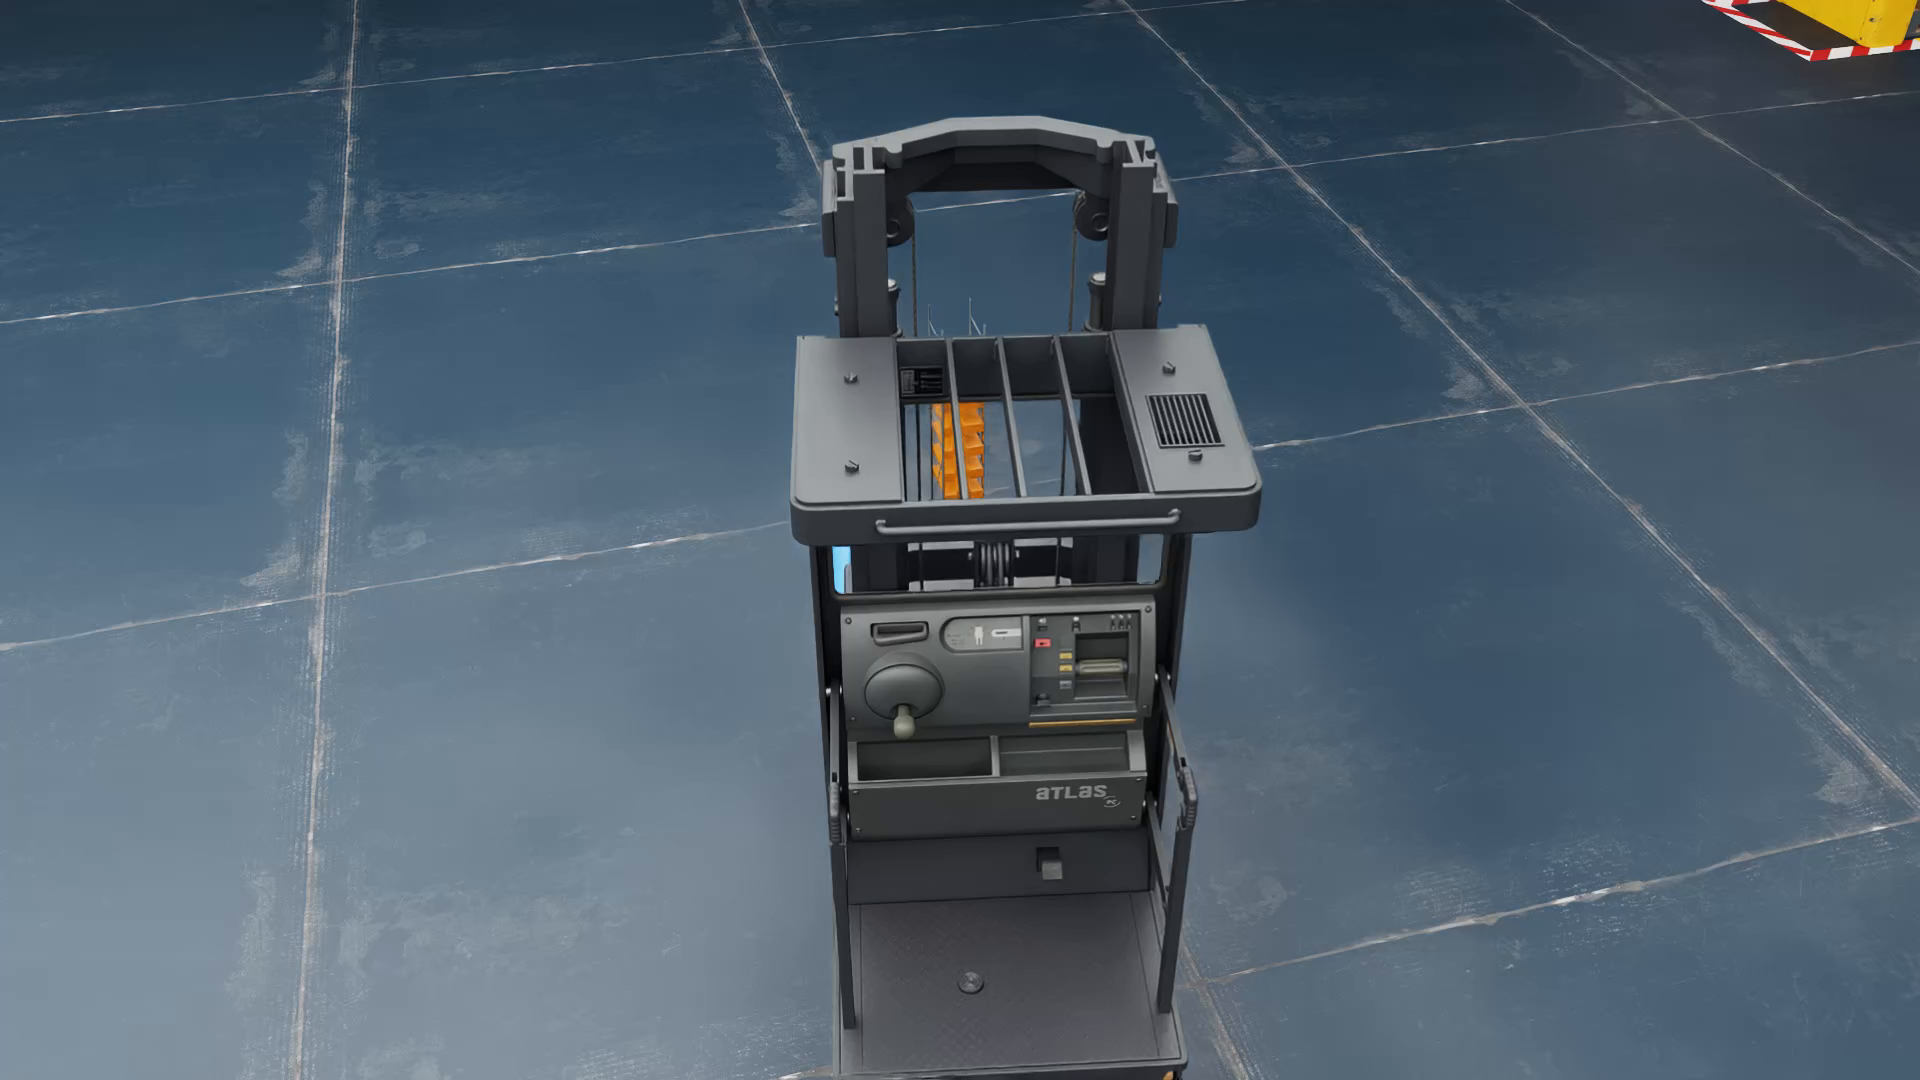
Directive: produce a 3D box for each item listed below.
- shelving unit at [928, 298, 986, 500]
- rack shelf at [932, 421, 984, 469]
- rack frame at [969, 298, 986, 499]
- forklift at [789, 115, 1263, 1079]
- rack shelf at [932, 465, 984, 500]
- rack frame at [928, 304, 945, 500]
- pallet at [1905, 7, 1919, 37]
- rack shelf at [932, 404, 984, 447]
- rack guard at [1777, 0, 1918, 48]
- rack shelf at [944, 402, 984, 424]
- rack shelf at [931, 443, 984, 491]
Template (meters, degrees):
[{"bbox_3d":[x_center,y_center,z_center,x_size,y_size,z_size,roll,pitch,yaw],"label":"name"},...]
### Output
[{"bbox_3d":[-0.014,-0.474,7.382,0.189,1.200,0.258,-9,38,-12],"label":"shelving unit"},{"bbox_3d":[-0.014,-0.439,7.409,0.180,0.103,0.258,-9,38,-12],"label":"rack shelf"},{"bbox_3d":[0.074,-0.489,7.401,0.006,1.200,0.240,-9,38,-12],"label":"rack frame"},{"bbox_3d":[0.130,0.447,4.753,1.130,2.935,3.031,-2,37,-3],"label":"forklift"},{"bbox_3d":[-0.014,-0.248,7.555,0.180,0.103,0.258,-9,38,-12],"label":"rack shelf"},{"bbox_3d":[-0.102,-0.460,7.364,0.006,1.200,0.240,-9,38,-12],"label":"rack frame"},{"bbox_3d":[7.659,-4.335,13.243,1.213,0.211,1.003,-9,38,-12],"label":"pallet"},{"bbox_3d":[-0.014,-0.534,7.337,0.180,0.103,0.258,-9,38,-12],"label":"rack shelf"},{"bbox_3d":[6.909,-4.300,12.960,0.348,0.500,1.175,-9,38,-12],"label":"rack guard"},{"bbox_3d":[-0.014,-0.630,7.264,0.180,0.103,0.258,-9,38,-12],"label":"rack shelf"},{"bbox_3d":[-0.014,-0.344,7.482,0.180,0.103,0.258,-9,38,-12],"label":"rack shelf"}]
